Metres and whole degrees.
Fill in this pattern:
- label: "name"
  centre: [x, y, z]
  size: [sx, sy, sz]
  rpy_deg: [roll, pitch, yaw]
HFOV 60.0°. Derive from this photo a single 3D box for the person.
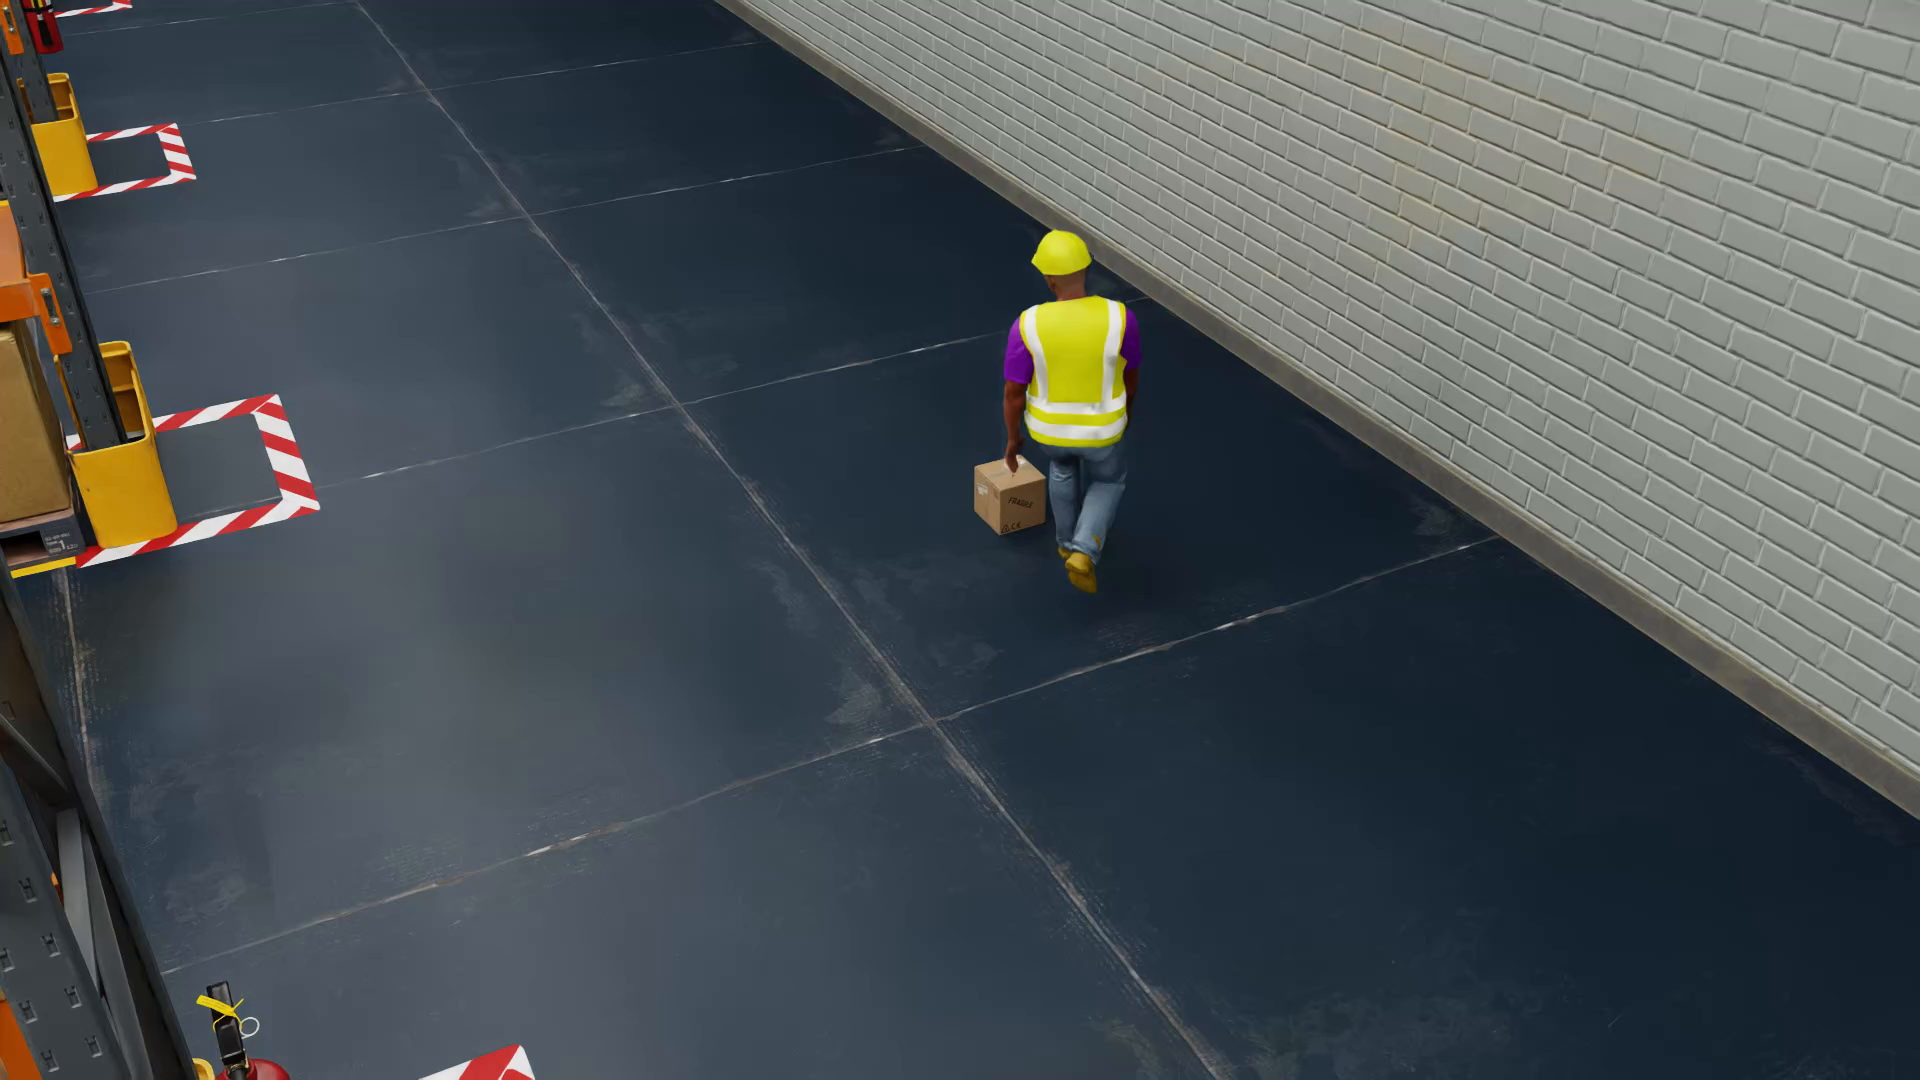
- label: "person"
  centre: [0.478, -0.556, 7.062]
  size: [0.561, 1.675, 0.801]
  rpy_deg: [4, 33, 7]
